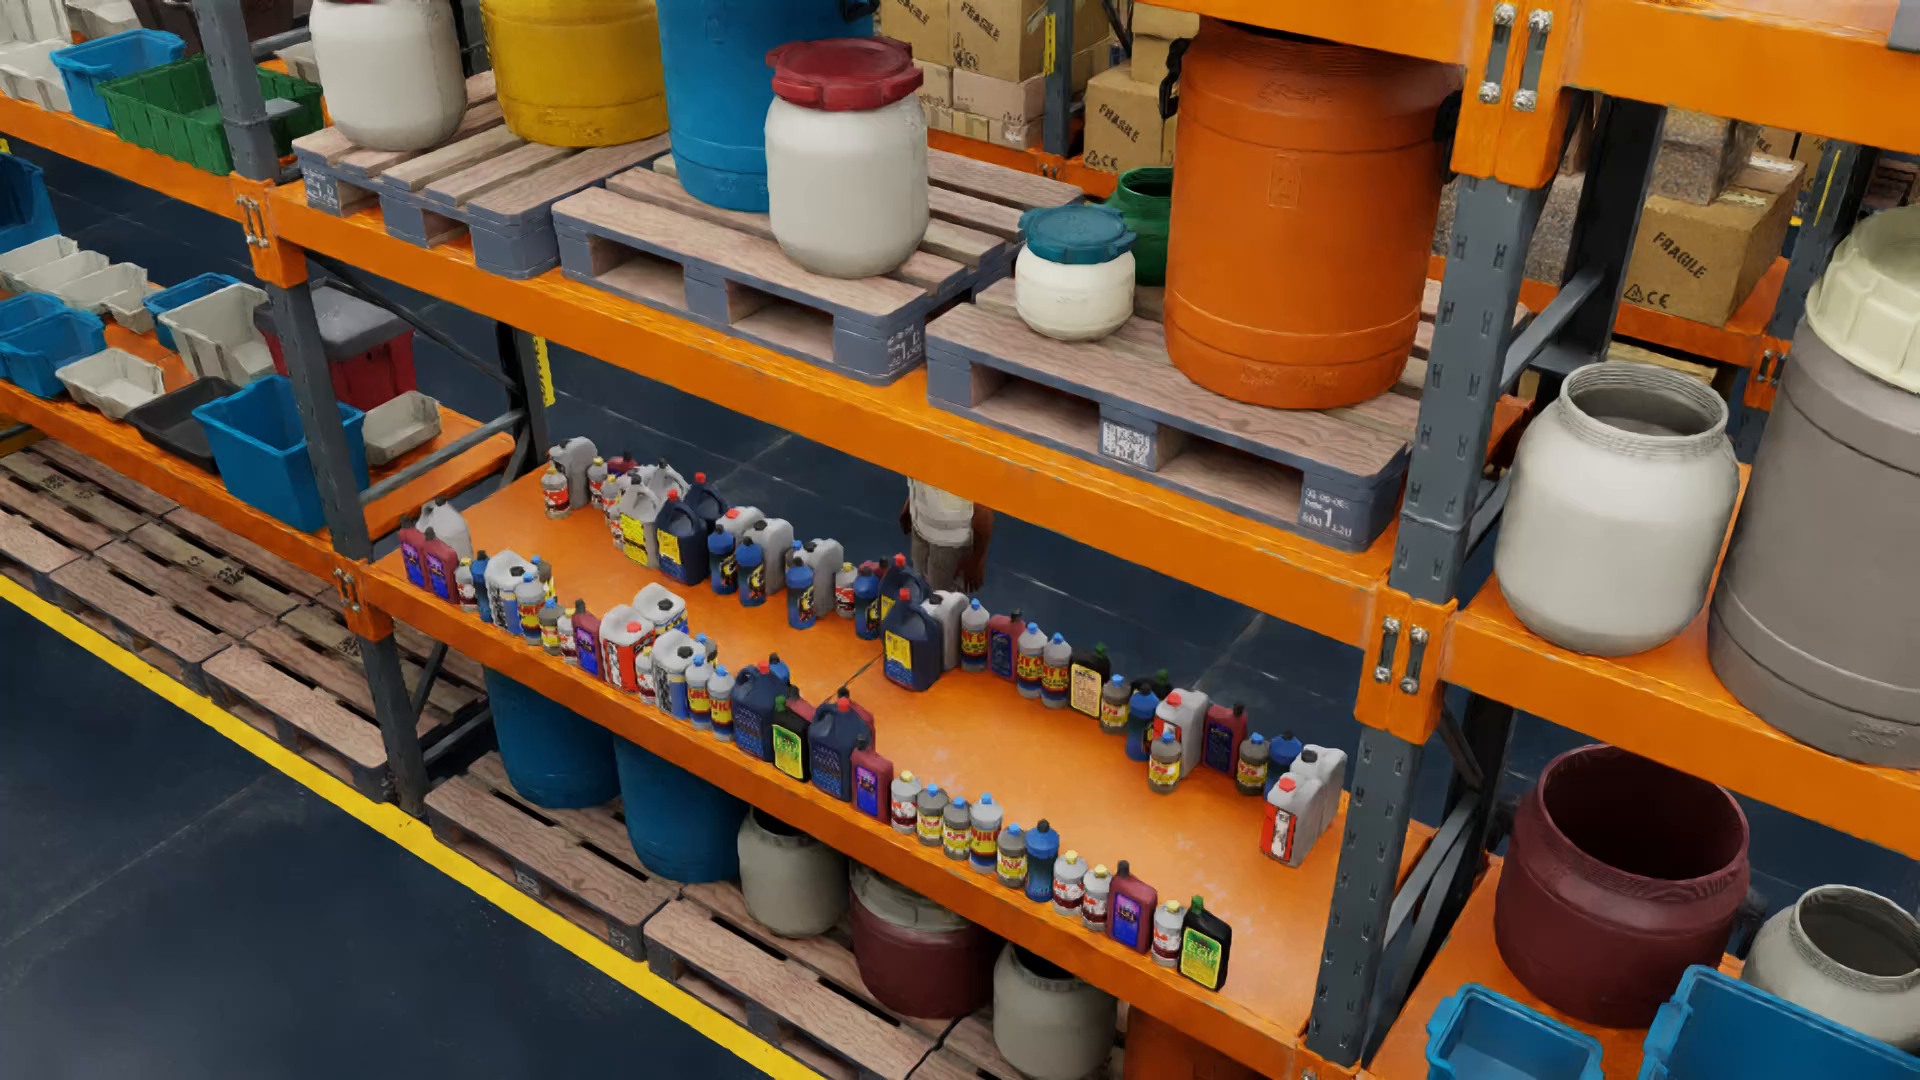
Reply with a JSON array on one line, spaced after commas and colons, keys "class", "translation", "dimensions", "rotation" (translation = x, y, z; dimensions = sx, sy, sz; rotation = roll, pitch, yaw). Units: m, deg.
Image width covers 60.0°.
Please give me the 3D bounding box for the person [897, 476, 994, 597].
[{"class": "person", "translation": [-0.121, -0.050, 7.168], "dimensions": [0.490, 1.767, 0.614], "rotation": [-12, 36, -17]}]
